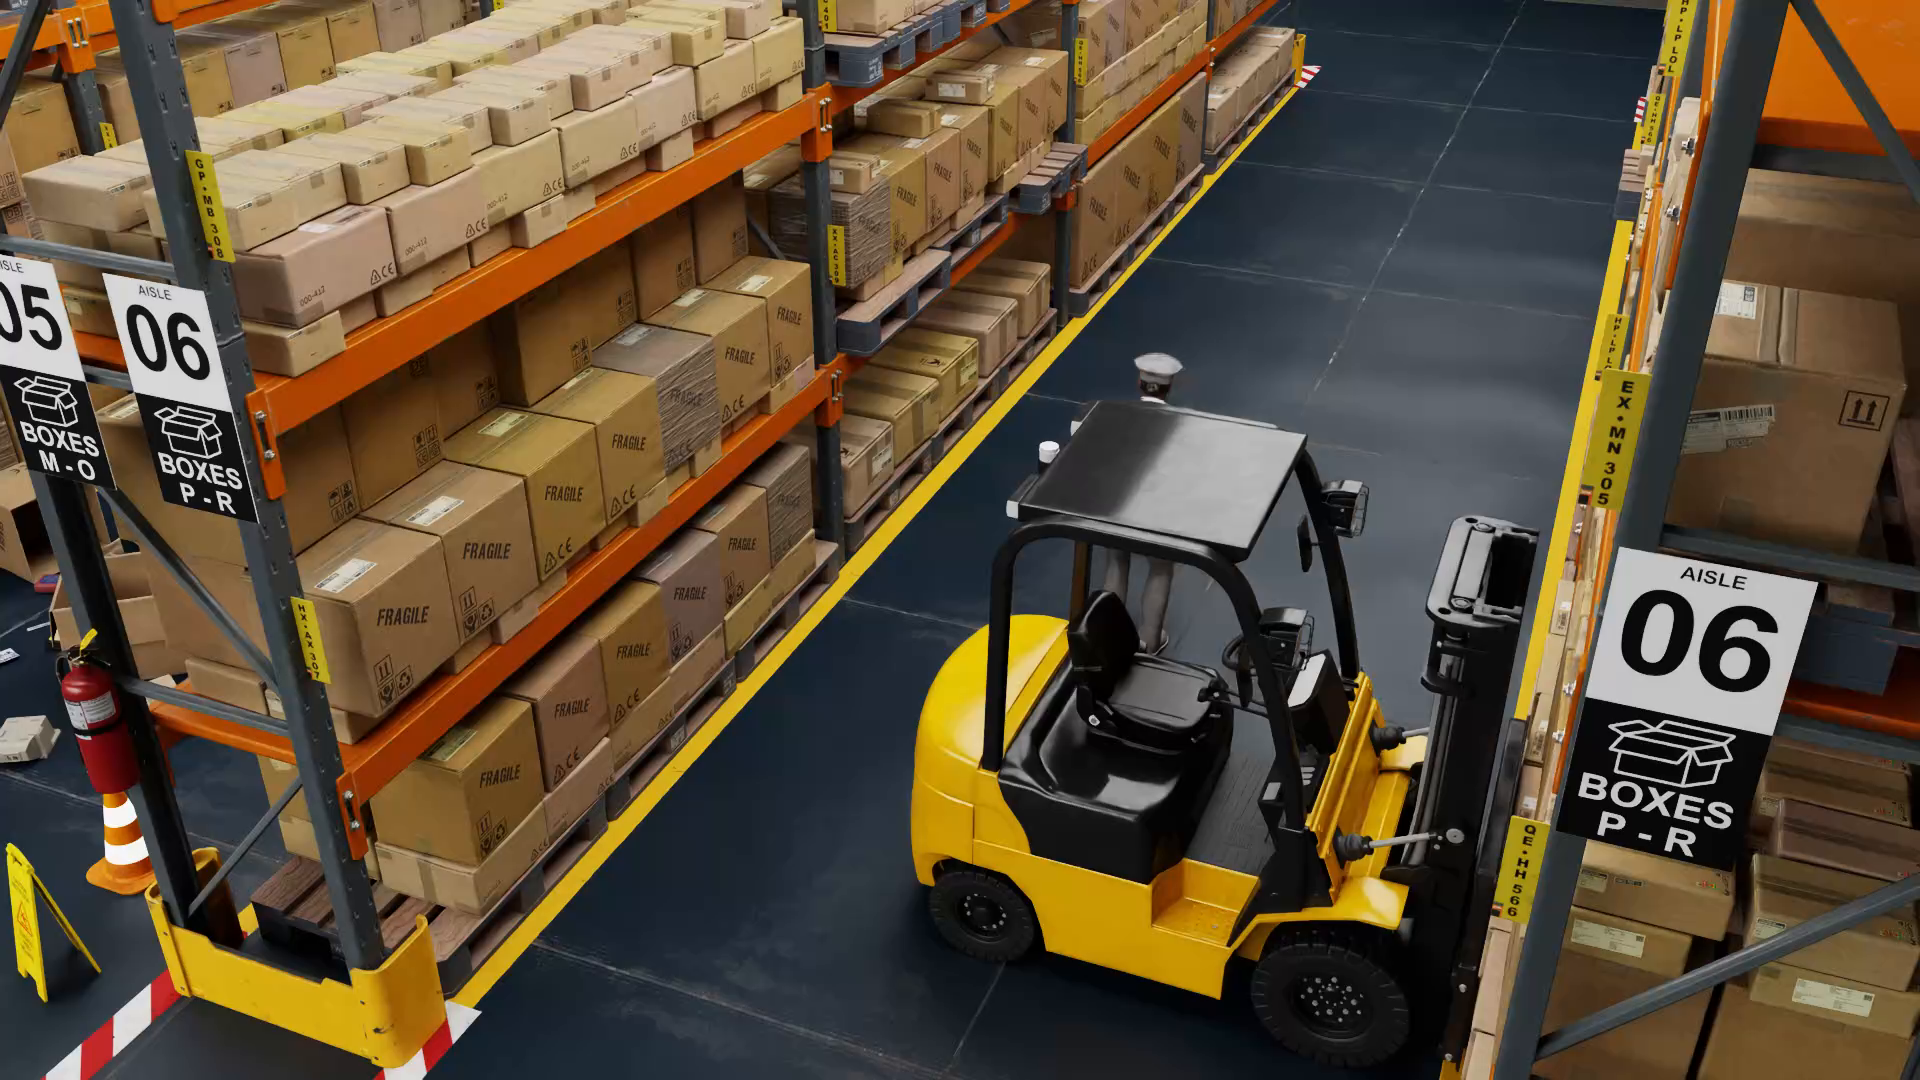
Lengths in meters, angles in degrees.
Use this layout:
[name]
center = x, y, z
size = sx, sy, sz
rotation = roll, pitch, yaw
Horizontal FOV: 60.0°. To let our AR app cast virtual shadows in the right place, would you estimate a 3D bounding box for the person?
[person]
center = 0.959, -0.158, 8.745
size = 0.412, 1.595, 0.575
rotation = 11, 32, 18
